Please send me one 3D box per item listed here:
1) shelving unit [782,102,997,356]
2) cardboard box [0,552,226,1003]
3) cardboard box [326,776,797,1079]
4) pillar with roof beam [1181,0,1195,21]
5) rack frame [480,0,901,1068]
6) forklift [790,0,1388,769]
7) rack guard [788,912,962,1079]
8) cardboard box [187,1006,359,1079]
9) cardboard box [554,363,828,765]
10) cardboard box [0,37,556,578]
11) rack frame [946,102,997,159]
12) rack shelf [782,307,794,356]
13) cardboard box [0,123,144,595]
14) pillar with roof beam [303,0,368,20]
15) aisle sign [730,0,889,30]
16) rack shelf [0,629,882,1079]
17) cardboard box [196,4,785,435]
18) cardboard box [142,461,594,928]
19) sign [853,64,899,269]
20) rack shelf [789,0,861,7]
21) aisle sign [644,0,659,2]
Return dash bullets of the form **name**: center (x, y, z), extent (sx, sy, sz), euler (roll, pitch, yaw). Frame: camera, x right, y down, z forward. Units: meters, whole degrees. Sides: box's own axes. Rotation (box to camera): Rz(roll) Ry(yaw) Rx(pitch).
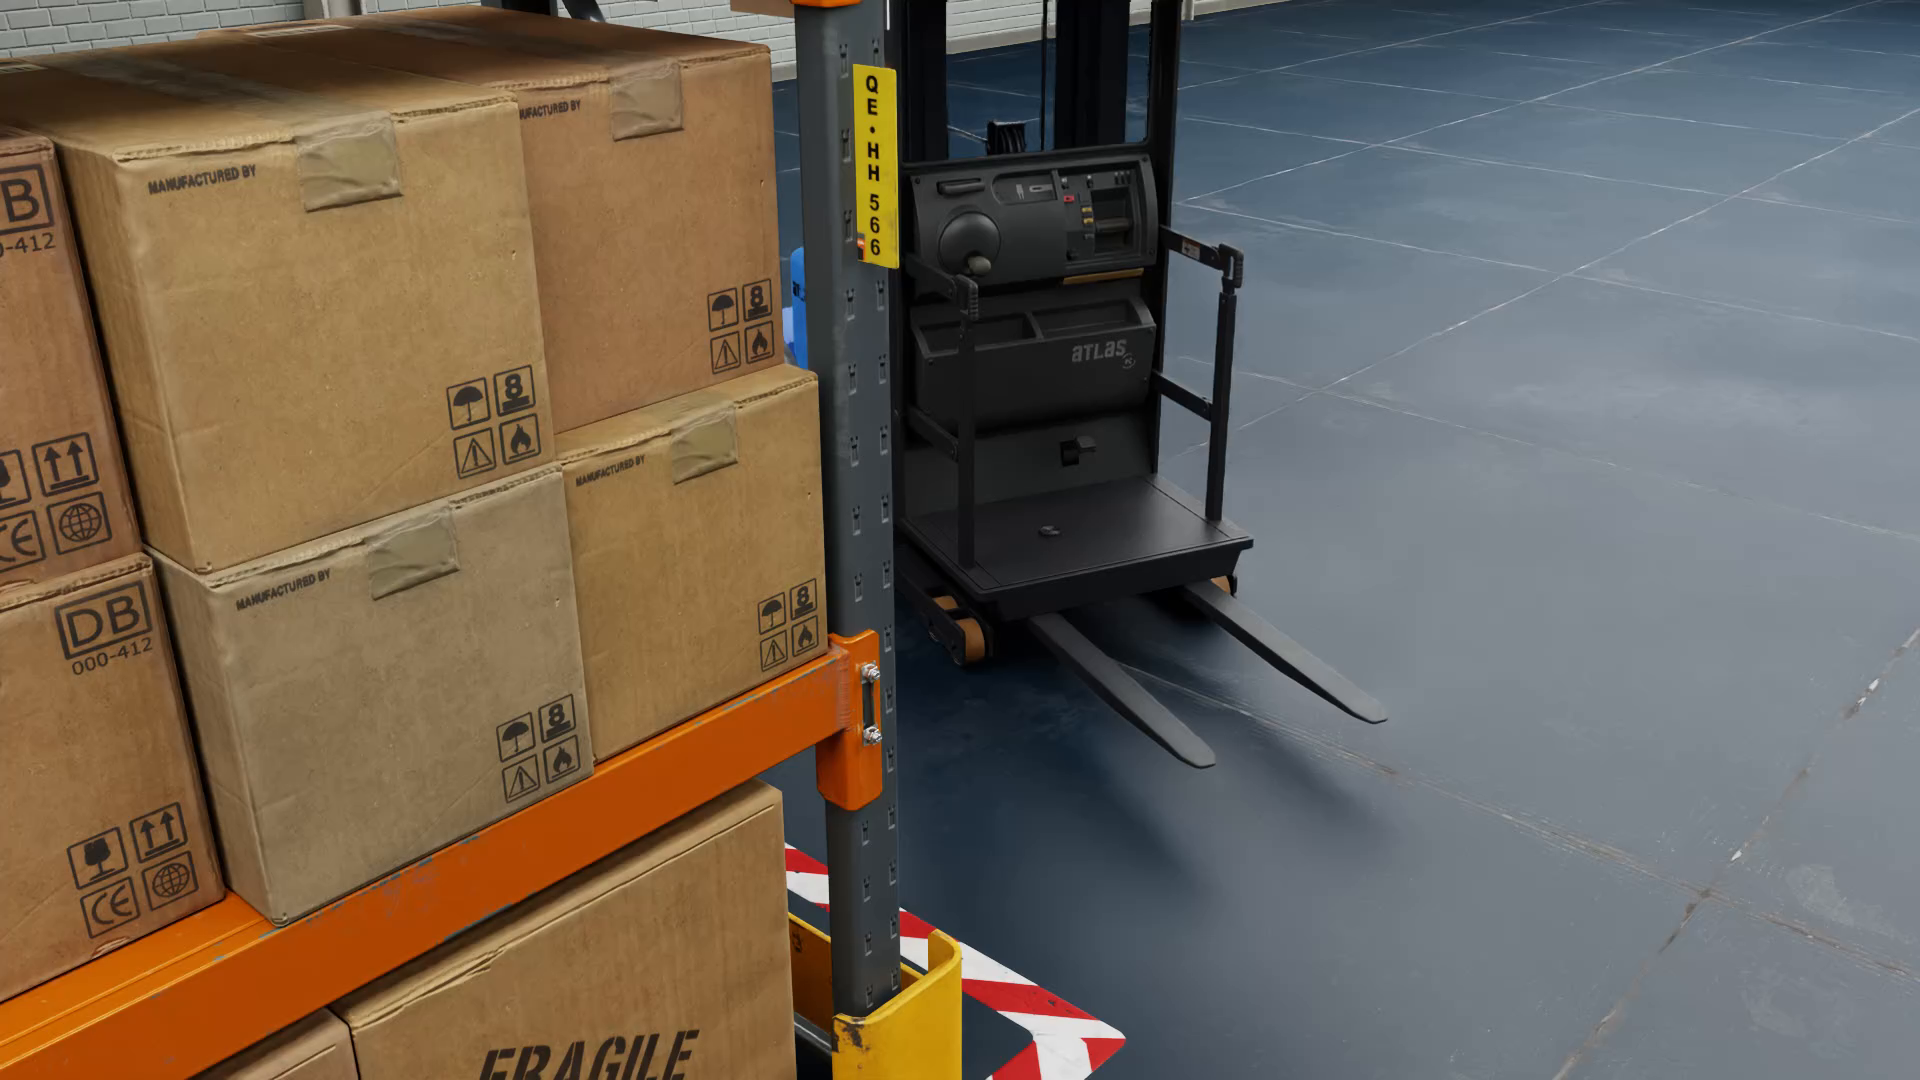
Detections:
- **shelving unit**: center (-0.423, -1.099, 7.367), extent (1.048, 1.500, 0.538), euler (-12, 27, -24)
- **cardboard box**: center (-1.568, 0.235, 2.376), extent (0.875, 0.550, 0.550), euler (20, 31, 38)
- **cardboard box**: center (-0.939, 0.871, 3.226), extent (0.875, 0.875, 0.875), euler (20, 31, 38)
- **pillar with roof beam**: center (6.095, -9.887, 17.802), extent (9.100, 9.000, 0.400), euler (20, 31, 38)
- **rack frame**: center (-0.536, -0.132, 3.378), extent (1.000, 3.000, 0.127), euler (20, 31, 38)
- **forklift**: center (0.359, -1.103, 5.627), extent (1.130, 2.935, 3.031), euler (-11, 26, -22)
- **rack guard**: center (-0.520, 1.001, 3.906), extent (1.175, 0.500, 0.348), euler (20, 31, 38)
- **cardboard box**: center (-1.525, 1.139, 2.626), extent (0.875, 0.875, 0.875), euler (20, 31, 37)
- **cardboard box**: center (-0.750, -0.075, 3.068), extent (0.875, 0.550, 0.550), euler (20, 31, 38)
- **cardboard box**: center (-1.111, -0.398, 2.468), extent (0.875, 0.550, 0.550), euler (20, 31, 38)
- **rack frame**: center (0.032, -1.192, 7.574), extent (0.032, 1.500, 0.500), euler (-12, 27, -24)
- **rack shelf**: center (-0.423, -0.935, 7.441), extent (1.000, 0.185, 0.538), euler (-12, 27, -24)
- **cardboard box**: center (-1.586, -0.264, 2.170), extent (0.875, 0.550, 0.550), euler (20, 31, 38)
- **pillar with roof beam**: center (-1.914, -6.231, 9.648), extent (9.100, 9.000, 0.400), euler (20, 31, 38)
- **aisle sign**: center (-0.265, -1.258, 2.712), extent (0.394, 0.787, 0.004), euler (20, 31, 38)
- **rack shelf**: center (-1.871, 0.806, 2.166), extent (1.077, 0.370, 4.000), euler (20, 31, 38)
- **cardboard box**: center (-0.812, -0.591, 2.898), extent (0.875, 0.550, 0.550), euler (20, 31, 38)
- **cardboard box**: center (-1.100, 0.099, 2.680), extent (0.875, 0.550, 0.550), euler (20, 31, 38)
- **sign**: center (-0.141, -0.616, 2.753), extent (0.100, 0.325, 0.005), euler (20, 31, 38)
- **rack shelf**: center (-1.871, -0.563, 1.552), extent (1.077, 0.370, 4.000), euler (20, 31, 38)
- **aisle sign**: center (-0.712, -1.422, 3.077), extent (0.394, 0.787, 0.004), euler (20, 31, 38)
